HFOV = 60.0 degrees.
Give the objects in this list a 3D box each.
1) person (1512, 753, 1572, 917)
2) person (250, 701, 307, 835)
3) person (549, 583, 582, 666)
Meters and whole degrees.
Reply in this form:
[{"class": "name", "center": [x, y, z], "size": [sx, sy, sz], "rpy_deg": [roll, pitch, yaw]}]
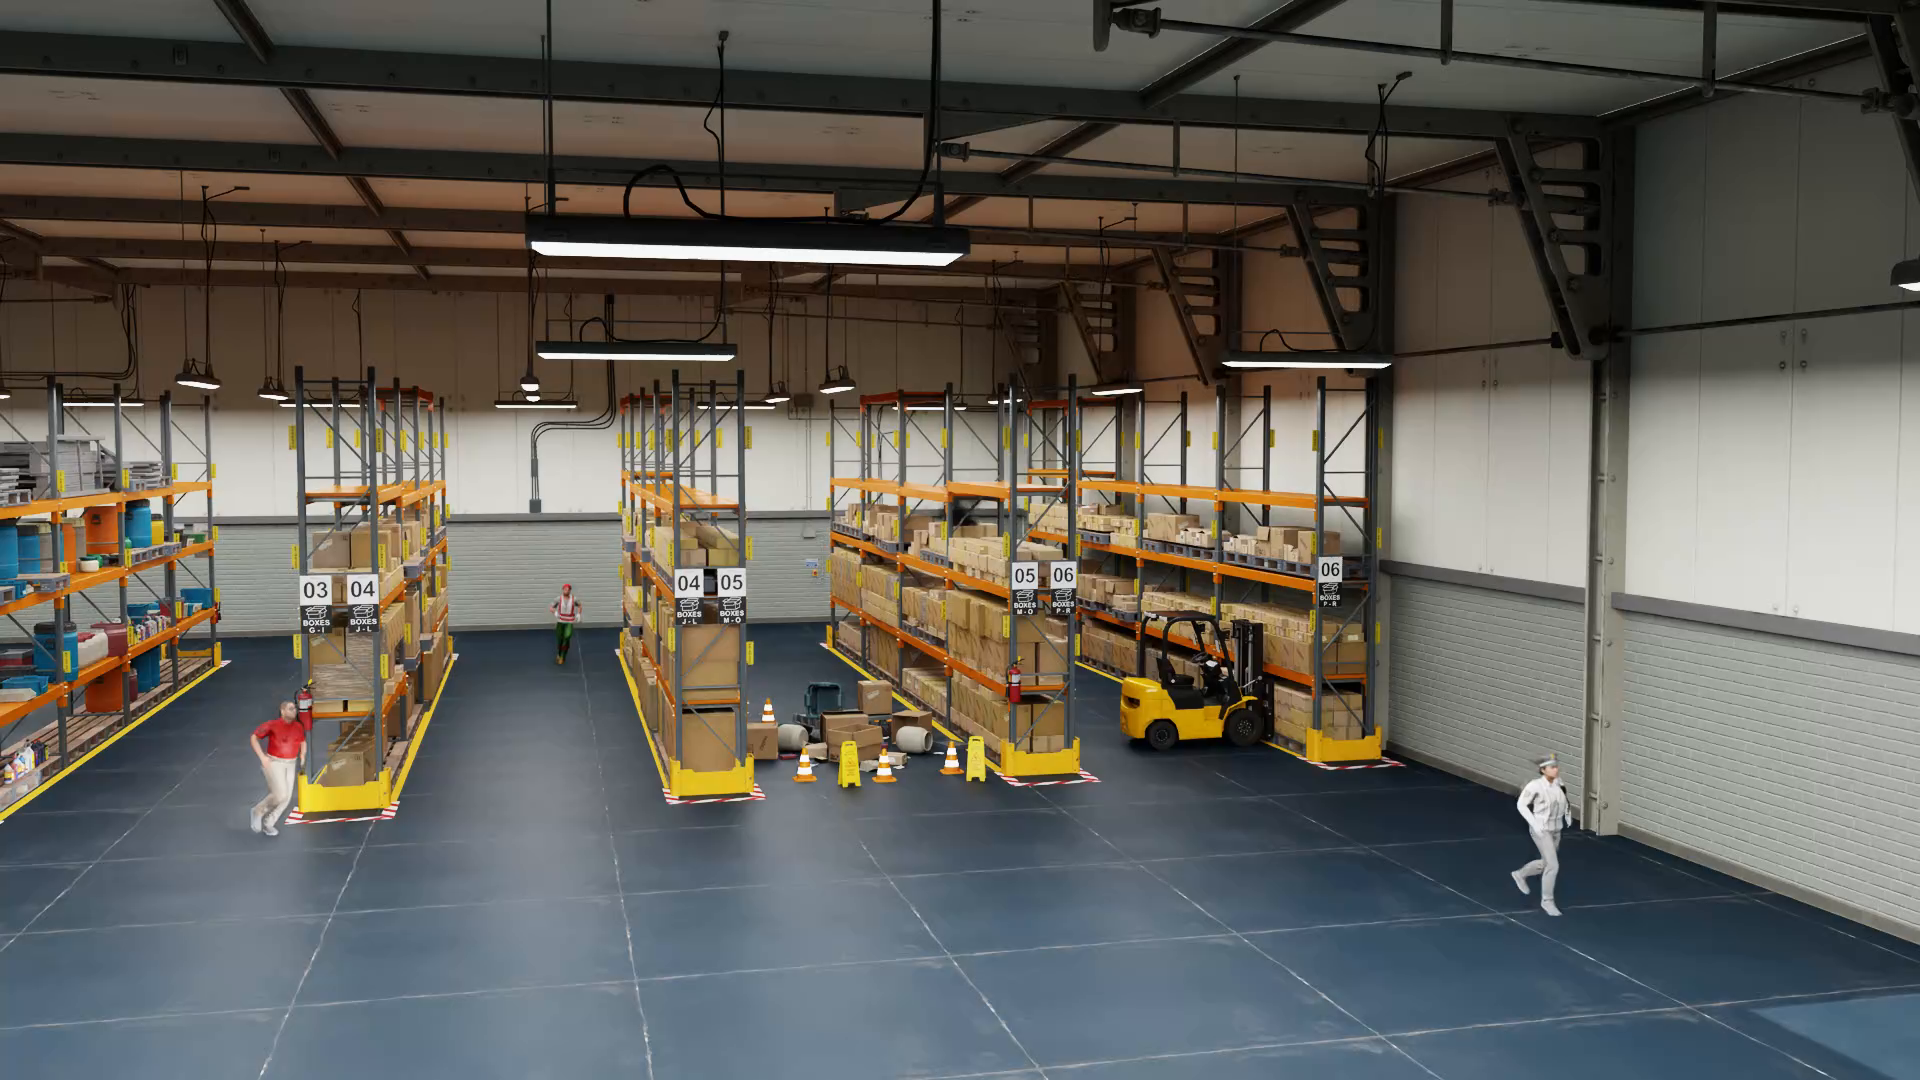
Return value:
[{"class": "person", "center": [6.209, 3.112, 17.803], "size": [0.622, 1.738, 0.726], "rpy_deg": [-2, 4, -29]}, {"class": "person", "center": [-8.642, 2.903, 21.245], "size": [0.547, 1.669, 0.725], "rpy_deg": [2, 4, 28]}, {"class": "person", "center": [-8.885, 1.879, 37.428], "size": [0.698, 1.817, 0.790], "rpy_deg": [0, 3, -5]}]
